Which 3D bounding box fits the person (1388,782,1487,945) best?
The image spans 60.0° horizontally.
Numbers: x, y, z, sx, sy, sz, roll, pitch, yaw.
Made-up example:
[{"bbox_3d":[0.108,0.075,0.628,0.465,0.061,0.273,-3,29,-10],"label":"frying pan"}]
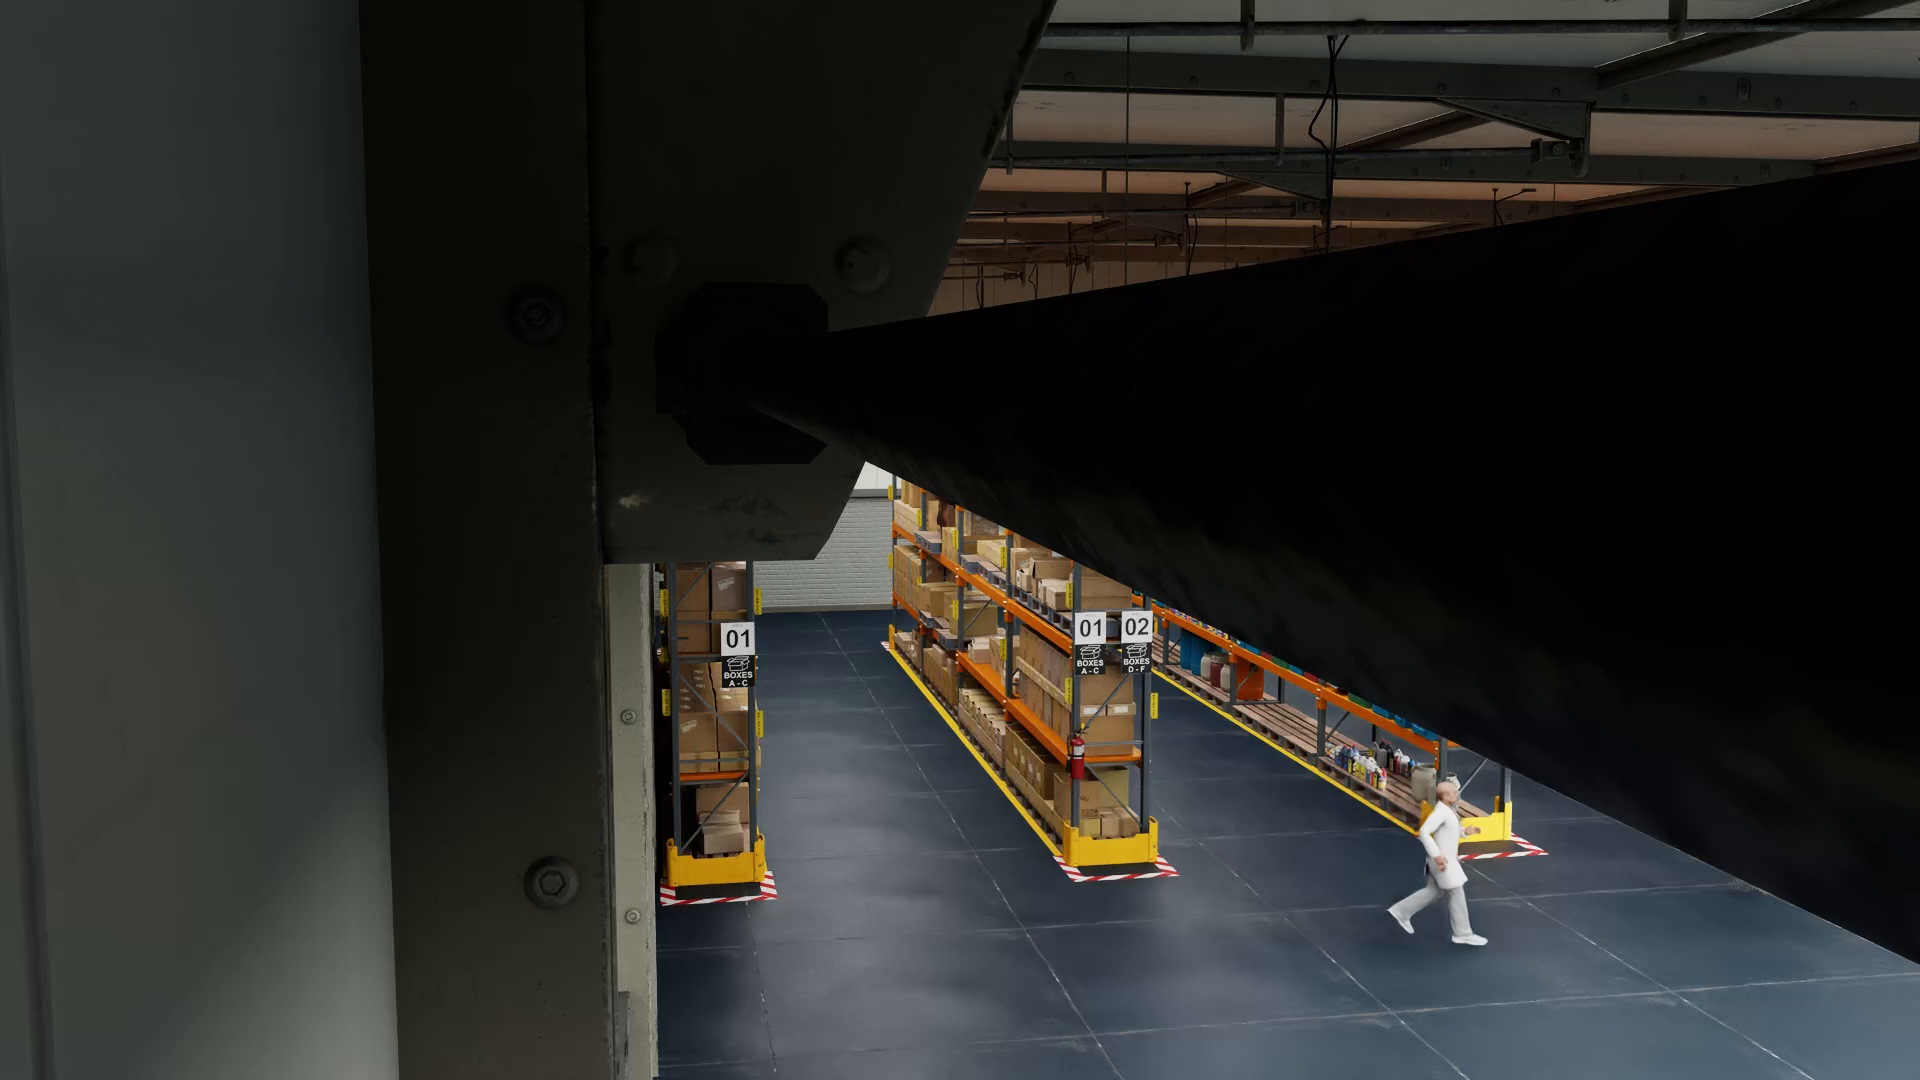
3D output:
[{"bbox_3d":[5.184,3.477,17.974,1.048,1.762,0.701,1,6,12],"label":"person"}]
